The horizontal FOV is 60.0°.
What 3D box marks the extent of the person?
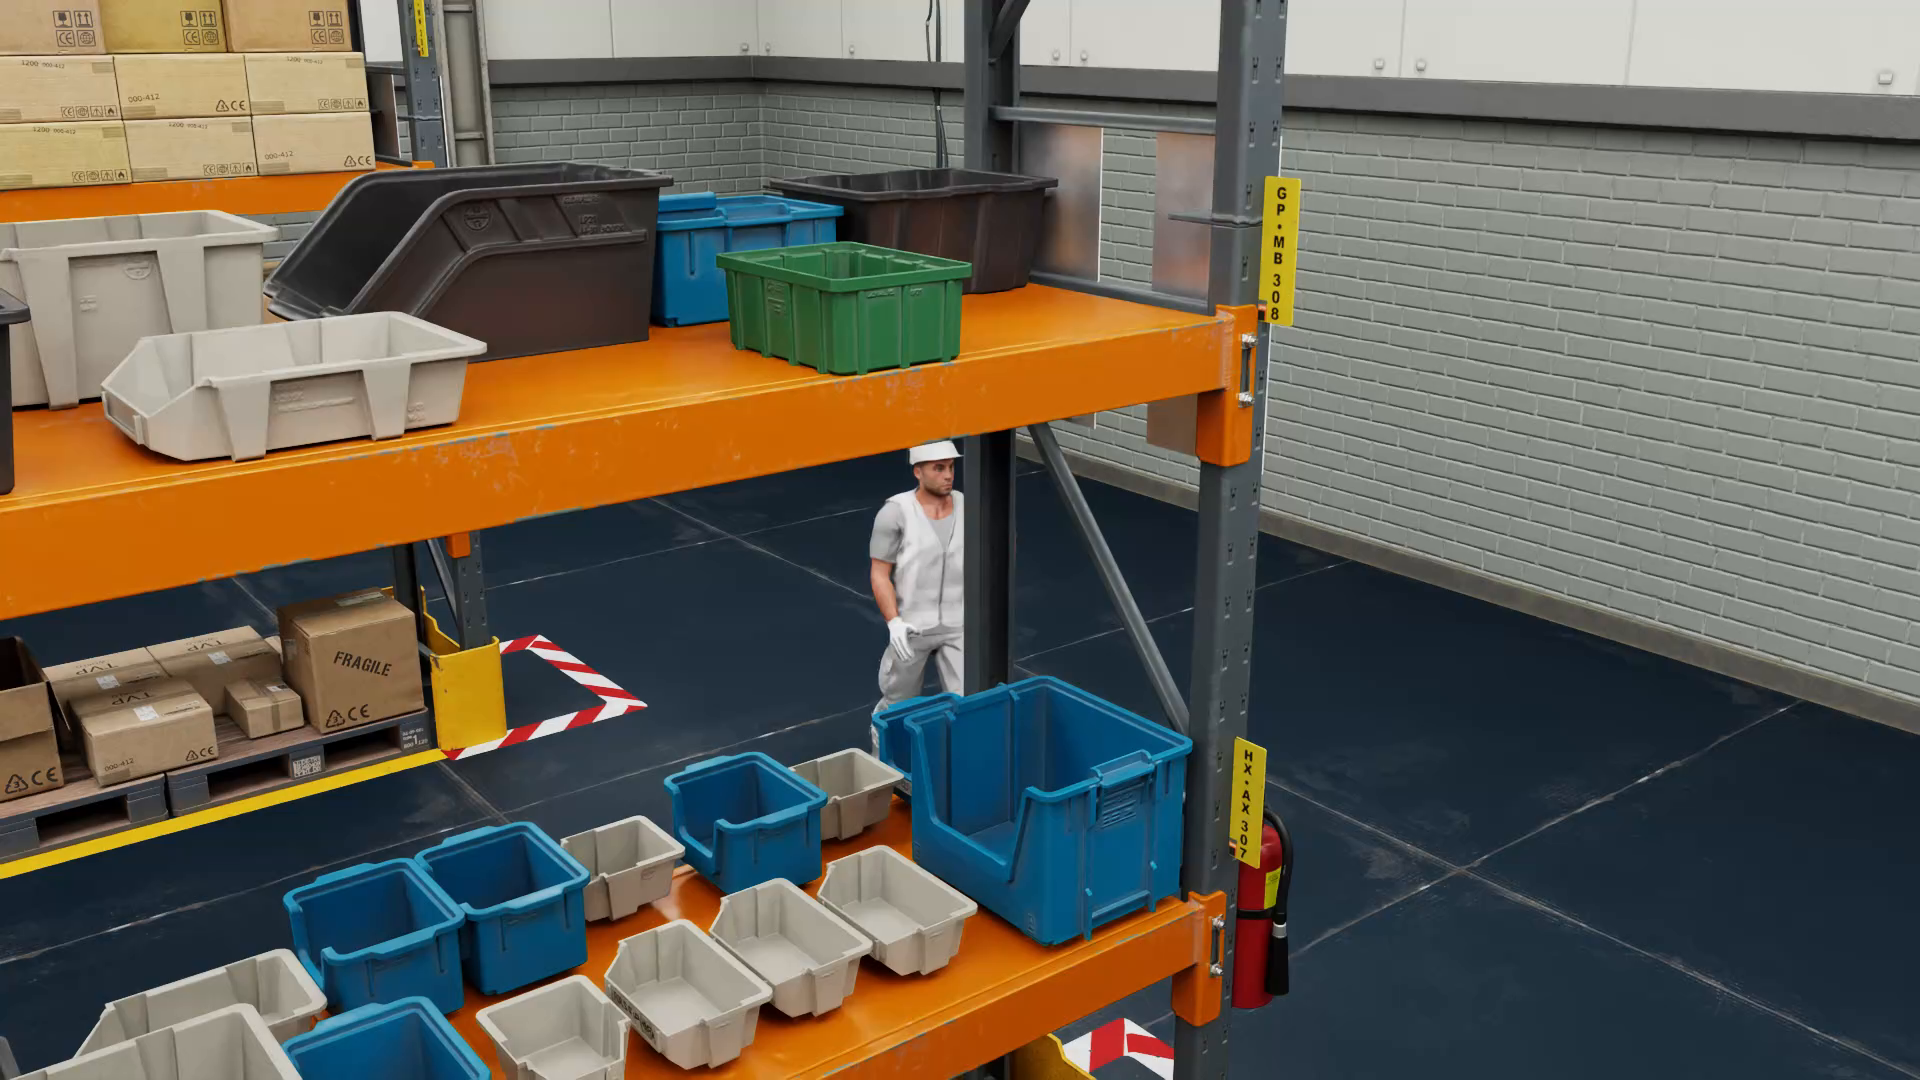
[{"bbox_3d":[-0.112,0.390,7.344,0.559,1.749,1.062,-5,18,-15],"label":"person"}]
